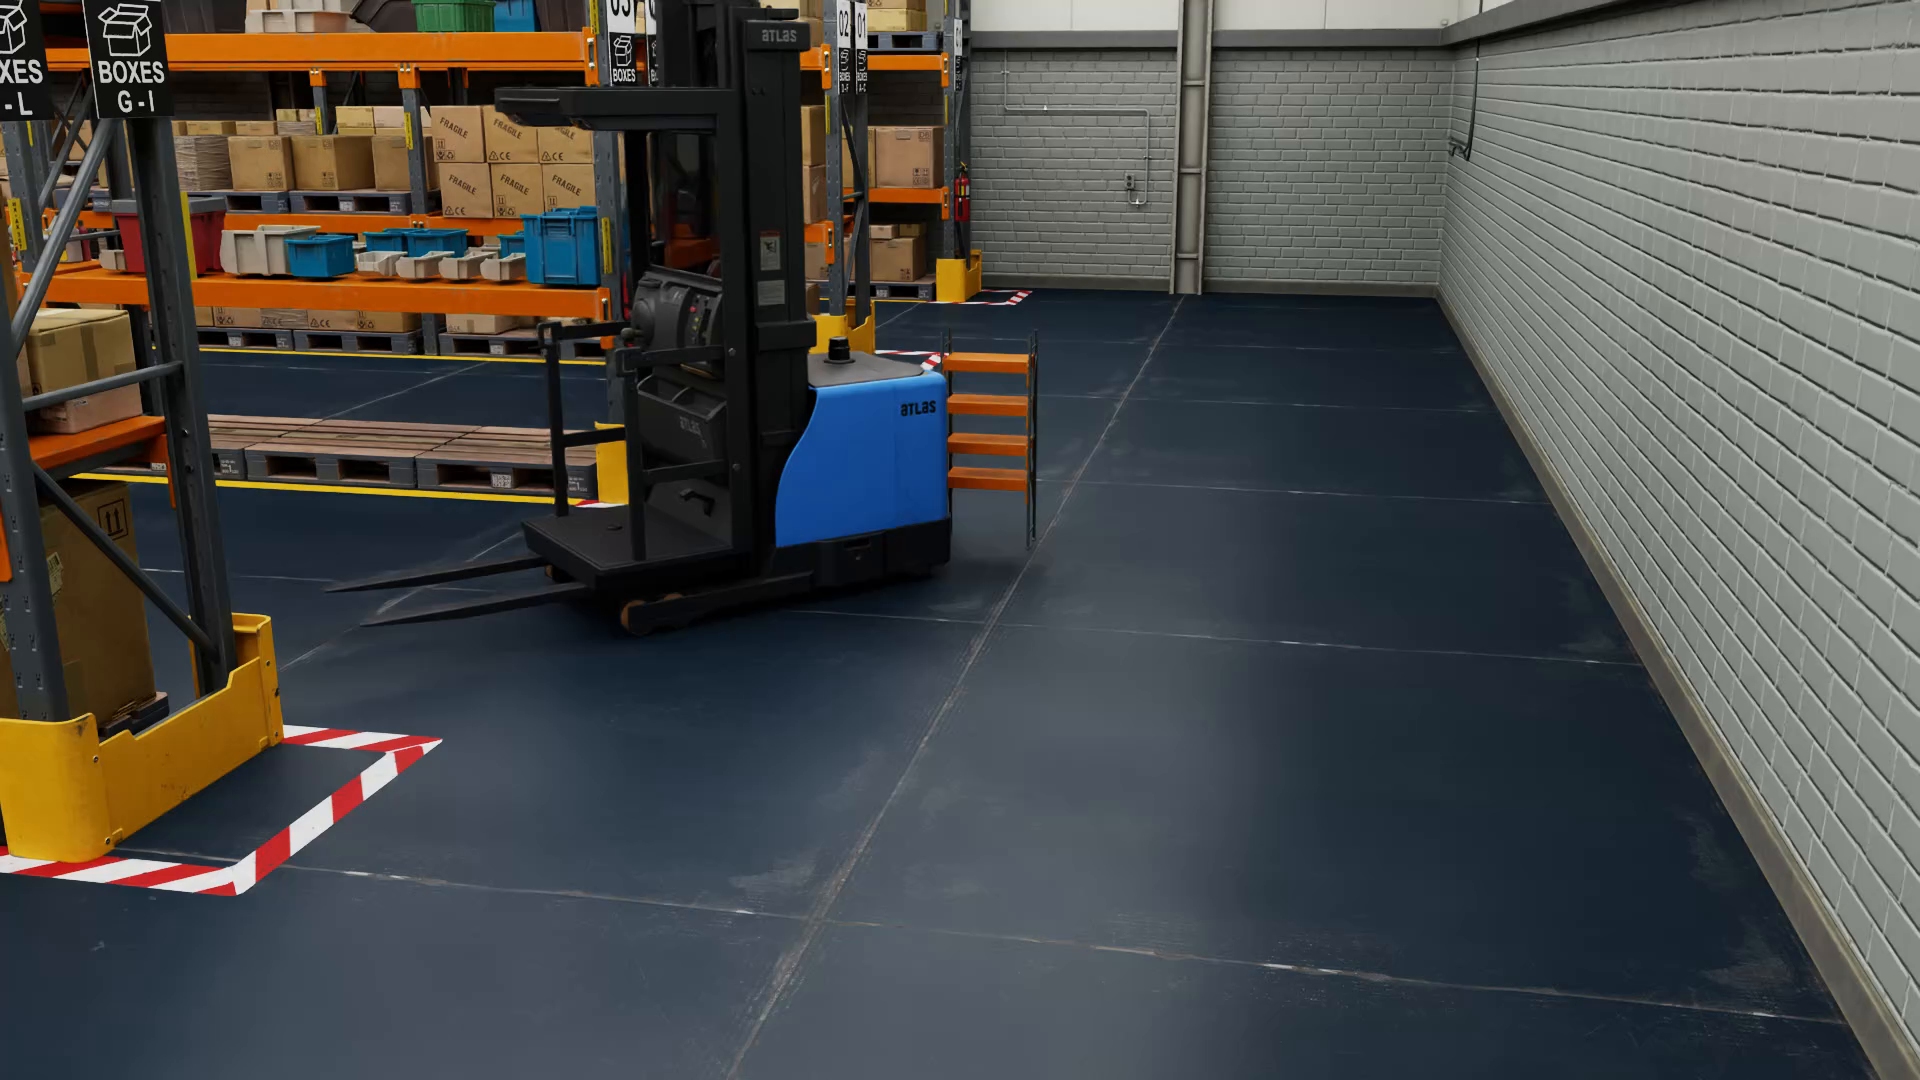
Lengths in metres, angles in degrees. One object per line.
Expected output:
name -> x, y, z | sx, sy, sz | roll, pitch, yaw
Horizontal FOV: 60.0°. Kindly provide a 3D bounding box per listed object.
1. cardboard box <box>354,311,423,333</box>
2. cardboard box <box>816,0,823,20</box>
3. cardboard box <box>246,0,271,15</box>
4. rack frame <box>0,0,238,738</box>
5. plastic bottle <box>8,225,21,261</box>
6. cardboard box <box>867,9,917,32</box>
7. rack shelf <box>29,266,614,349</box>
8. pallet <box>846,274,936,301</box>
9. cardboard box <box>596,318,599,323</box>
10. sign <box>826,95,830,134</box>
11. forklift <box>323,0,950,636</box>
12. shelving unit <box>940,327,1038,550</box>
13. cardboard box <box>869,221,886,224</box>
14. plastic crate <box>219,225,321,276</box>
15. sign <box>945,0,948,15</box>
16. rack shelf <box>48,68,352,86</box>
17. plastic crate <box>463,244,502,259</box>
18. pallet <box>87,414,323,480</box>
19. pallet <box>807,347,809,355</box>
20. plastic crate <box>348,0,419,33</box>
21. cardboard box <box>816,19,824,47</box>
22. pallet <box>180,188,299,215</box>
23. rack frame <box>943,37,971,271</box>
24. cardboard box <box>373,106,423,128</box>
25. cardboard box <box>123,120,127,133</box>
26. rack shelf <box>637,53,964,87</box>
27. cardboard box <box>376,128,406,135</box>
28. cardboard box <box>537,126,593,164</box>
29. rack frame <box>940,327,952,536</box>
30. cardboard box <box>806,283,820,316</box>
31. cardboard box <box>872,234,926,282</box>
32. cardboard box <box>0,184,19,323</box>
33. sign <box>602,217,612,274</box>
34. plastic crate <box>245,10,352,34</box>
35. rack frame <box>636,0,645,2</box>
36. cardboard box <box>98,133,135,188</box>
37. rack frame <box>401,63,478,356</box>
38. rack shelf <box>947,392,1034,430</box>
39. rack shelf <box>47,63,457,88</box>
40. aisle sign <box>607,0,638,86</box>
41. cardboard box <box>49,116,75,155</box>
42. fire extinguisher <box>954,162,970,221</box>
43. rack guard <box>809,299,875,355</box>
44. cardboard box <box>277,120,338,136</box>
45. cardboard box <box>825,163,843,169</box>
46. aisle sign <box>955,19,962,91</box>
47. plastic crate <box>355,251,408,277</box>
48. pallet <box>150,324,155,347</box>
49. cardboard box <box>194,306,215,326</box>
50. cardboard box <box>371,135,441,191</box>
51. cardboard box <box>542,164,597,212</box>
cardboard box -> -5.474, -2.284, 15.978 | 0.500, 0.500, 0.500 | 3, 16, 11
cardboard box -> -1.465, -4.822, 15.008 | 0.500, 0.250, 0.500 | 3, 16, 11
cardboard box -> -6.720, -5.186, 15.815 | 0.600, 0.600, 0.600 | 2, 16, 9
rack frame -> -2.991, -0.522, 5.756 | 0.127, 3.000, 1.000 | 3, 16, 11
plastic bottle -> -6.660, -2.114, 11.737 | 0.135, 0.276, 0.152 | 3, 16, 11
cardboard box -> -0.801, -6.002, 19.230 | 0.500, 0.250, 0.500 | 4, 16, 13
rack shelf -> -3.964, -1.577, 10.914 | 4.000, 0.370, 1.077 | 3, 16, 11
pallet -> -0.829, -3.087, 20.241 | 1.213, 0.211, 1.003 | 3, 16, 11
cardboard box -> -3.091, -2.236, 15.797 | 0.637, 0.503, 0.797 | 3, 16, 11
sign -> -1.144, -3.679, 14.394 | 0.005, 0.325, 0.100 | 3, 16, 11
forklift -> -1.561, -1.121, 8.048 | 3.031, 2.935, 1.130 | -10, 18, -32
shelving unit -> 0.162, -0.569, 9.300 | 0.503, 1.200, 0.258 | 3, 16, 11
cardboard box -> -1.070, -3.803, 20.282 | 0.250, 0.149, 0.380 | 3, 16, 11
plastic crate -> -4.464, -1.872, 10.742 | 0.530, 0.282, 0.437 | 3, 16, 11
sign -> -0.152, -6.102, 18.772 | 0.005, 0.325, 0.100 | 3, 16, 11
rack shelf -> -9.830, -6.040, 21.406 | 4.000, 0.370, 1.077 | 3, 16, 11
plastic crate -> -3.143, -1.893, 11.089 | 0.298, 0.136, 0.250 | 3, 16, 11
pallet -> -5.196, -0.657, 11.469 | 1.213, 0.211, 1.003 | 3, 16, 11
pallet -> -1.869, -1.815, 15.650 | 1.213, 0.211, 1.003 | 3, 16, 11
plastic crate -> -3.447, -3.386, 10.594 | 0.767, 0.338, 0.504 | 3, 16, 11
cardboard box -> -1.466, -4.580, 15.069 | 0.500, 0.250, 0.500 | 3, 16, 11
pallet -> -6.946, -3.344, 16.303 | 1.213, 0.211, 1.003 | 3, 16, 11
rack frame -> -0.030, -4.409, 19.789 | 0.127, 3.000, 1.000 | 3, 16, 11
cardboard box -> -6.949, -5.277, 20.737 | 0.500, 0.250, 0.500 | 3, 16, 10
cardboard box -> -10.751, -5.240, 21.778 | 0.500, 0.500, 0.700 | 5, 16, 17
rack shelf -> -1.990, -5.614, 19.869 | 4.000, 0.370, 1.077 | 3, 16, 11
cardboard box -> -6.933, -4.913, 20.826 | 0.500, 0.500, 0.500 | 4, 16, 13
cardboard box -> -3.518, -3.702, 15.178 | 0.500, 0.500, 0.500 | 3, 16, 9
rack frame -> -0.077, -0.582, 9.347 | 0.015, 1.200, 0.240 | 3, 16, 11
cardboard box -> -1.595, -2.085, 15.257 | 0.500, 0.500, 0.500 | 3, 16, 11
cardboard box -> -0.736, -3.418, 20.107 | 0.500, 0.500, 0.700 | 3, 16, 11
cardboard box -> -3.521, -0.911, 5.482 | 0.500, 0.500, 0.500 | 3, 16, 12
sign -> -2.098, -1.751, 9.889 | 0.005, 0.325, 0.100 | 3, 16, 11
plastic crate -> -4.079, -3.181, 10.231 | 0.530, 0.136, 0.437 | 3, 16, 11
rack frame -> -2.004, -4.708, 9.633 | 0.127, 3.000, 1.000 | 3, 16, 11
cardboard box -> -8.214, -3.785, 16.563 | 0.500, 0.500, 0.700 | -2, 16, -8
rack frame -> -4.933, -3.326, 15.879 | 0.127, 3.000, 1.000 | 3, 16, 11
rack shelf -> 0.162, -0.720, 9.258 | 0.480, 0.148, 0.258 | 3, 16, 11
rack shelf -> -6.893, -4.531, 15.958 | 4.000, 0.370, 1.077 | 3, 16, 11
aisle sign -> -1.992, -2.990, 9.796 | 0.004, 0.787, 0.394 | 3, 16, 11
cardboard box -> -12.208, -5.426, 22.299 | 0.500, 0.500, 0.500 | 3, 16, 10
fire extinguisher -> 0.026, -4.063, 19.385 | 0.183, 0.674, 0.296 | 3, 16, 11
rack guard -> -1.088, -1.912, 15.459 | 0.348, 0.500, 1.175 | 3, 16, 11
cardboard box -> -8.332, -5.117, 21.335 | 0.500, 0.500, 0.700 | 1, 16, 5
cardboard box -> -1.396, -3.254, 15.431 | 0.500, 0.500, 0.500 | 3, 16, 12
aisle sign -> -0.019, -5.579, 19.145 | 0.004, 0.787, 0.394 | 3, 16, 11
plastic crate -> -3.692, -1.754, 10.585 | 0.250, 0.136, 0.298 | 3, 16, 11
pallet -> -8.129, -2.145, 16.840 | 1.213, 0.211, 1.003 | 3, 16, 11
cardboard box -> -7.459, -2.392, 16.368 | 0.500, 0.500, 0.500 | 3, 16, 10
cardboard box -> -5.353, -3.660, 16.112 | 0.500, 0.500, 0.700 | -2, 16, -8
cardboard box -> -3.496, -3.222, 15.317 | 0.500, 0.500, 0.500 | 3, 16, 11
